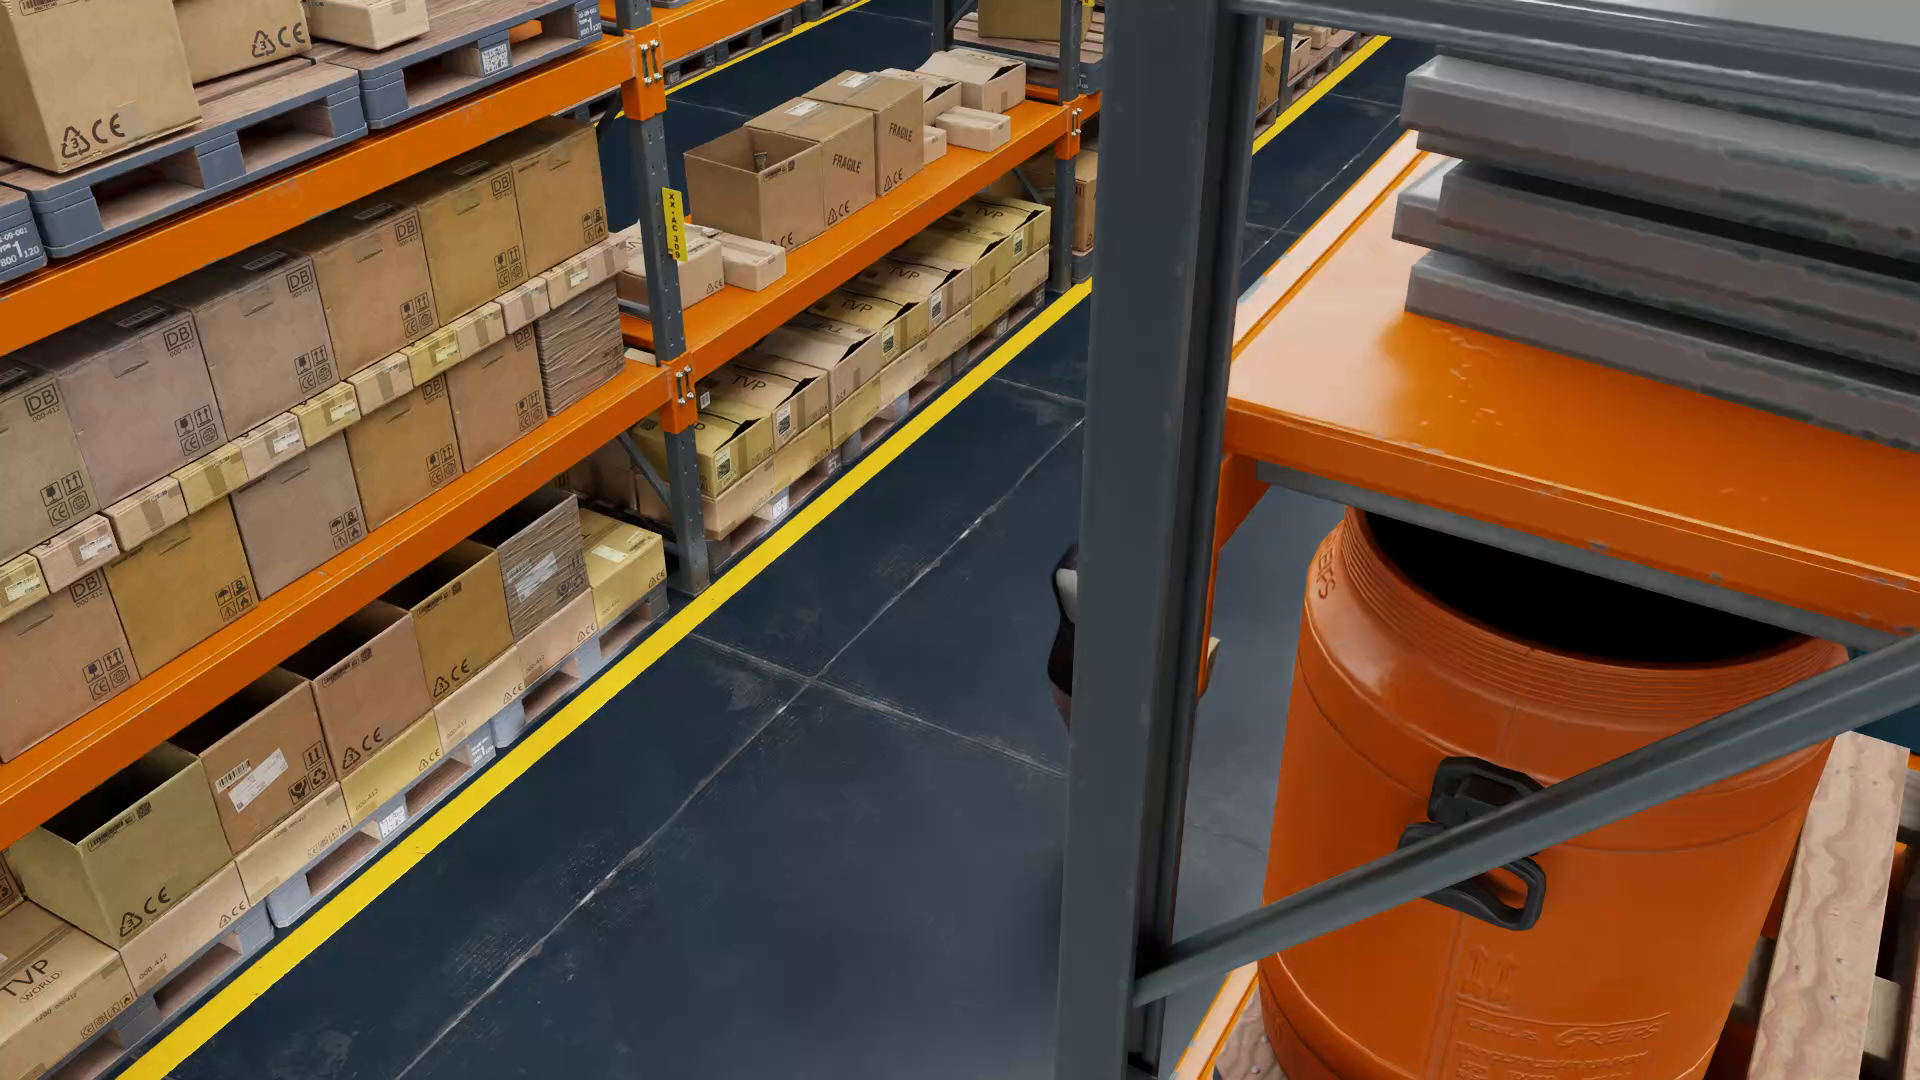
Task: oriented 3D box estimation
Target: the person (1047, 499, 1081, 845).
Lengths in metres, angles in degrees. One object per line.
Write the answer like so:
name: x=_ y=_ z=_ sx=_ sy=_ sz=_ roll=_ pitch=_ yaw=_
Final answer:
person: x=0.634 y=0.548 z=6.354 sx=0.555 sy=1.718 sz=0.495 roll=18 pitch=38 yaw=25
